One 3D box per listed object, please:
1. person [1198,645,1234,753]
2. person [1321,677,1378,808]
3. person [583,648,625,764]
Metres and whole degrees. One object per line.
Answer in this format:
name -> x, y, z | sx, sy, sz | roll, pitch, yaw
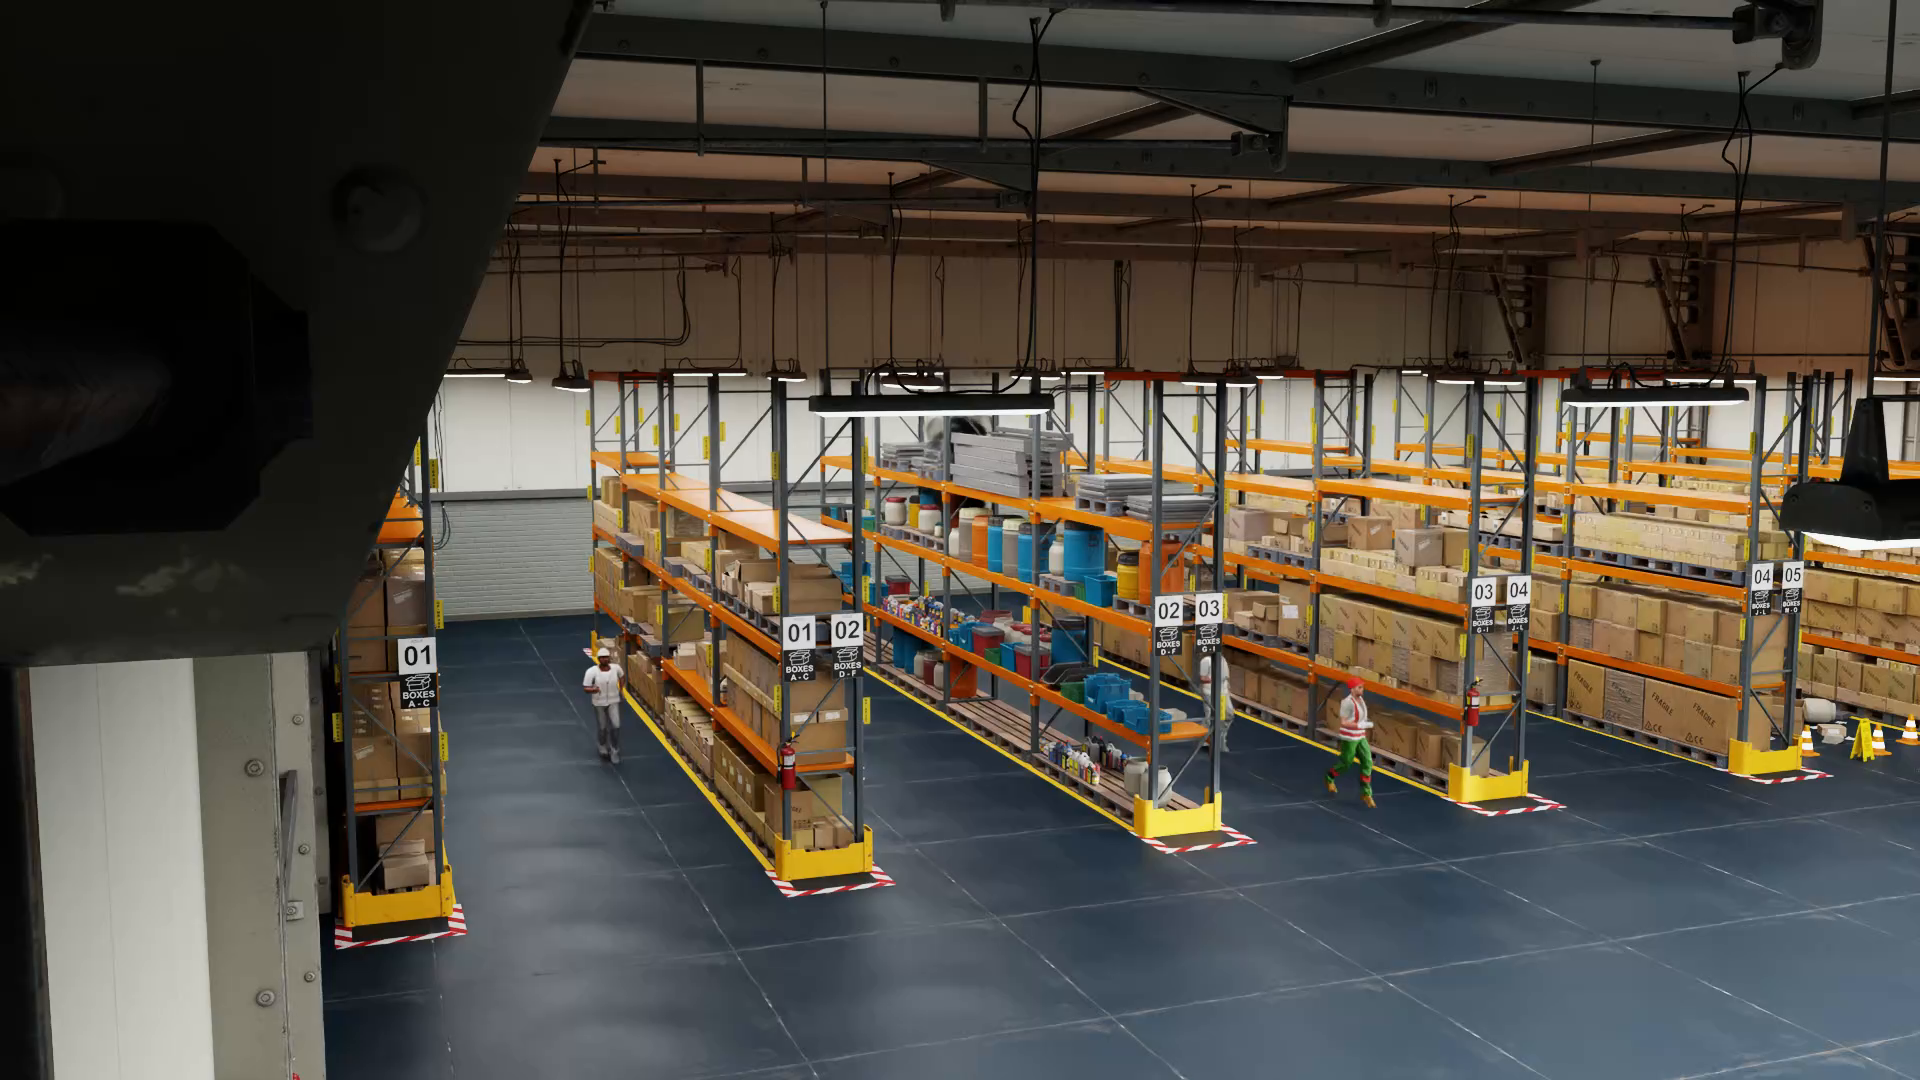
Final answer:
person -> 4.101, 2.491, 26.544 | 0.656, 1.828, 0.704 | -4, 8, -32
person -> 5.519, 2.837, 23.521 | 0.912, 1.849, 0.690 | 6, 9, 44
person -> -5.515, 2.578, 25.887 | 0.672, 1.824, 0.762 | -2, 7, -19
